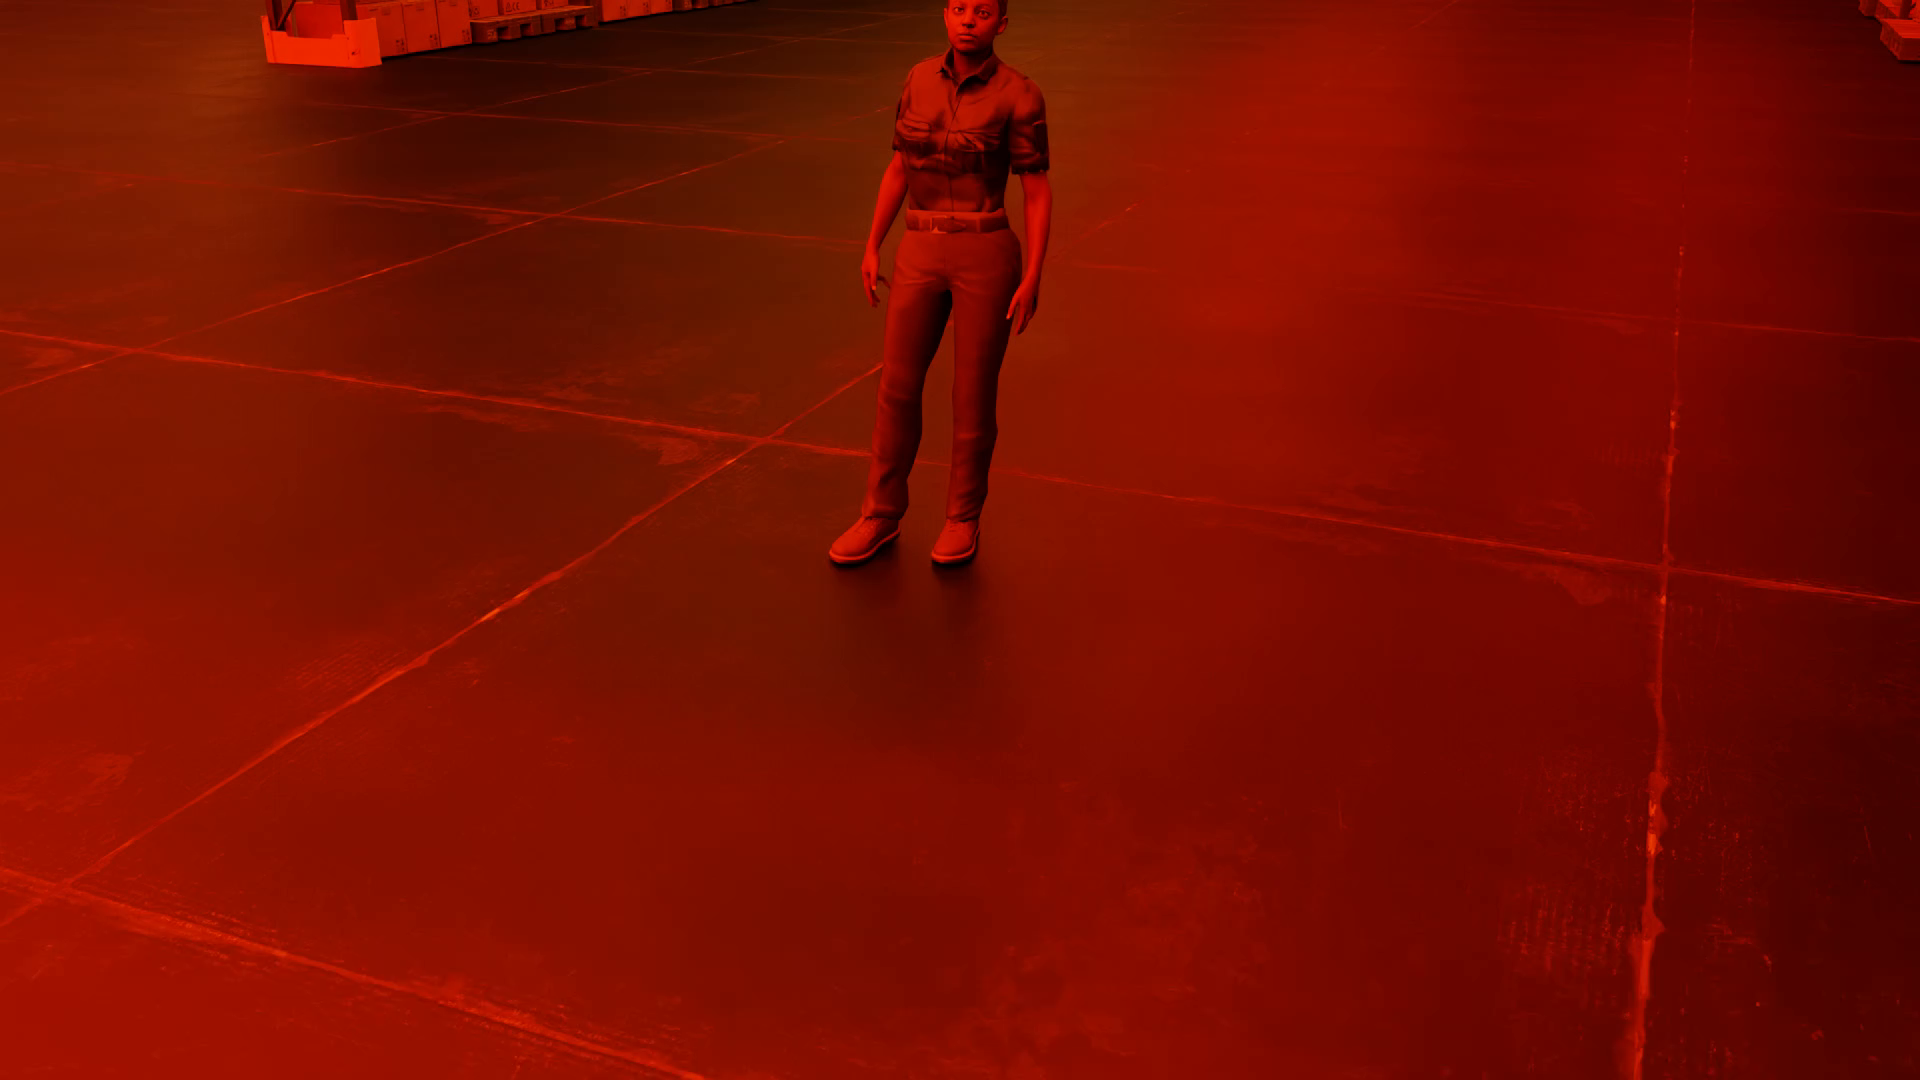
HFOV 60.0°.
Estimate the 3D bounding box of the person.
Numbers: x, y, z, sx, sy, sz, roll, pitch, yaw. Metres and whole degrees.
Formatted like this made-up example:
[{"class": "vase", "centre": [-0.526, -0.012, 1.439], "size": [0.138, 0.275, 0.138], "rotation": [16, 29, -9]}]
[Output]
[{"class": "person", "centre": [-0.052, -0.742, 4.704], "size": [0.569, 1.654, 0.504], "rotation": [9, 24, 21]}]
